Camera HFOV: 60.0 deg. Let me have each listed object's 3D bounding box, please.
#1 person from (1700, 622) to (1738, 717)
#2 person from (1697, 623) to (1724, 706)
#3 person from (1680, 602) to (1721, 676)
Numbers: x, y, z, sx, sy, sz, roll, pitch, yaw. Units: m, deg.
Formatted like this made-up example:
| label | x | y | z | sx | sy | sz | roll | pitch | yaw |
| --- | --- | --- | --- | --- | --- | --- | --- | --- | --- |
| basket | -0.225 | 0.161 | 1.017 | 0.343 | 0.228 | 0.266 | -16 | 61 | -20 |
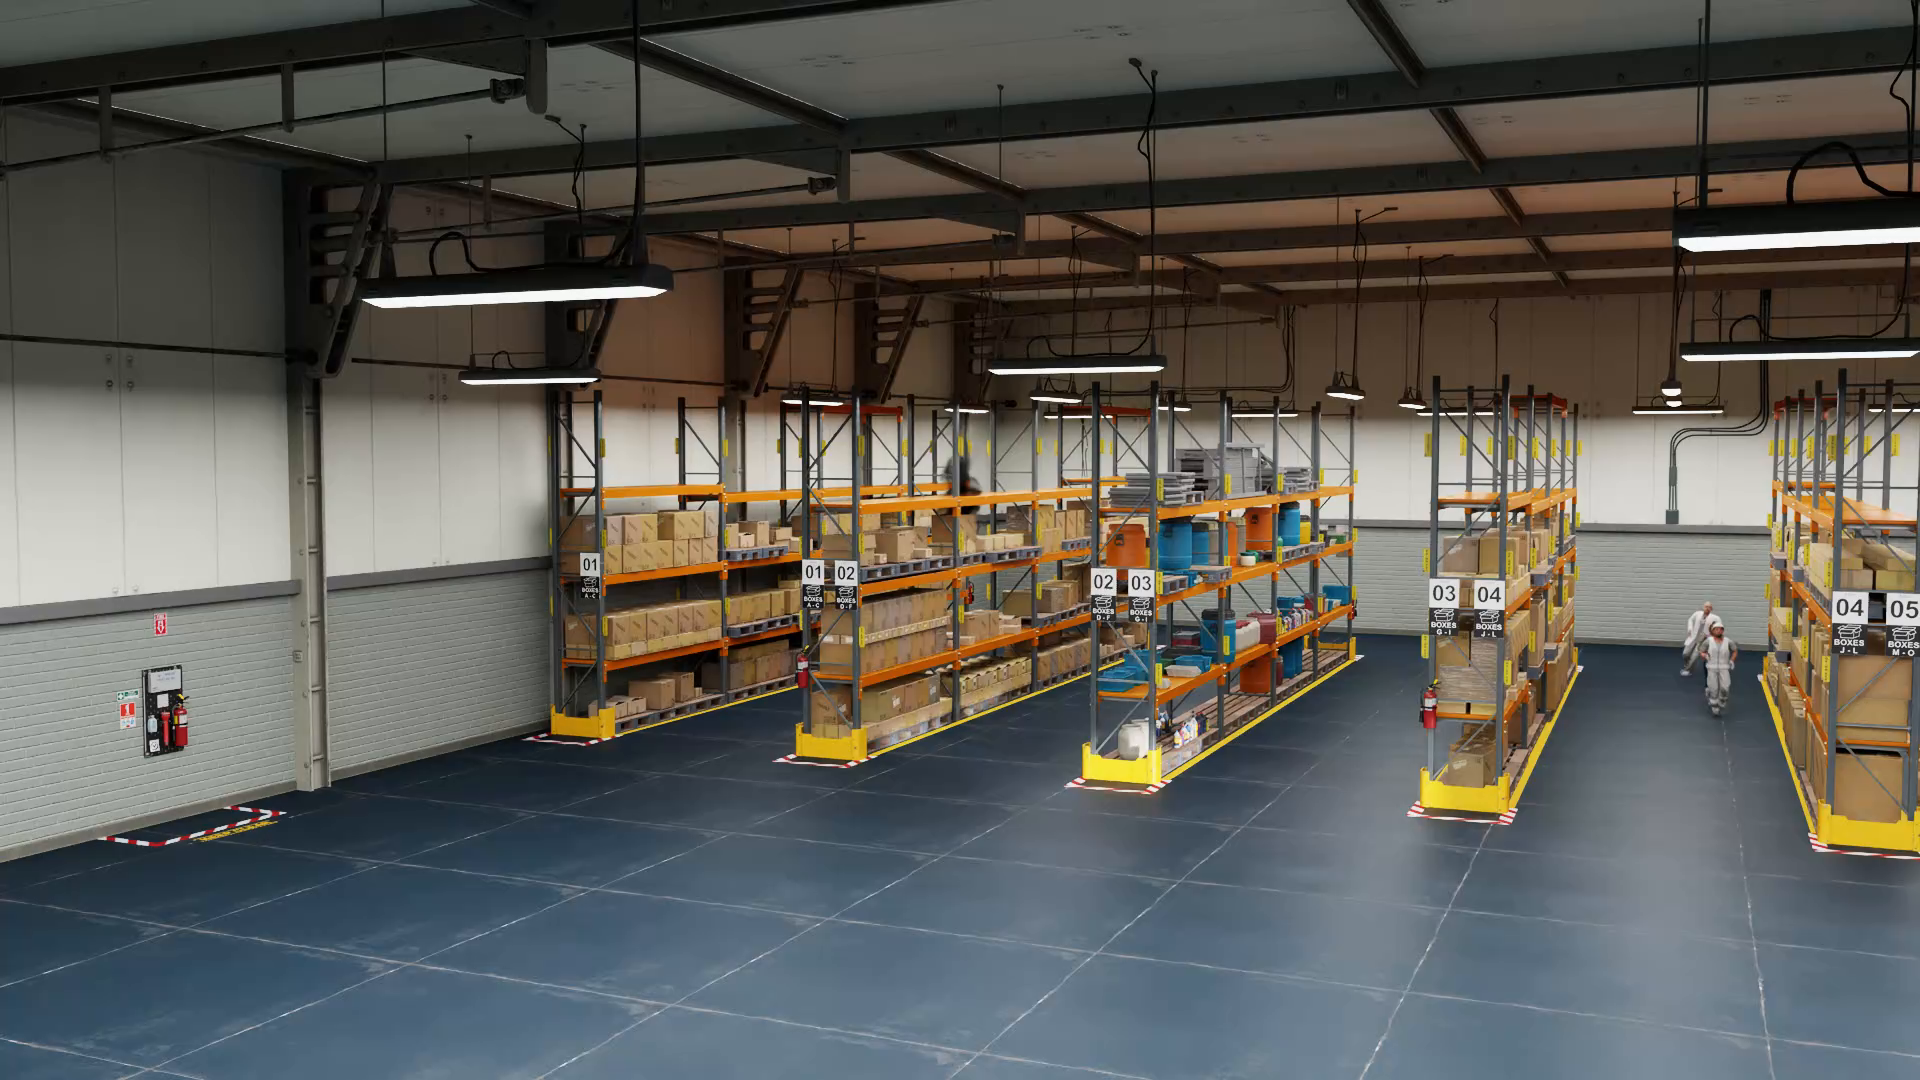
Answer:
| label | x | y | z | sx | sy | sz | roll | pitch | yaw |
| --- | --- | --- | --- | --- | --- | --- | --- | --- | --- |
| person | 14.067 | 2.409 | 30.826 | 0.640 | 1.750 | 0.604 | 1 | 3 | 23 |
| person | 14.767 | 2.455 | 32.646 | 0.564 | 1.494 | 0.916 | 1 | 3 | 18 |
| person | 16.122 | 2.165 | 36.256 | 0.859 | 1.655 | 0.574 | 3 | 4 | 45 |
